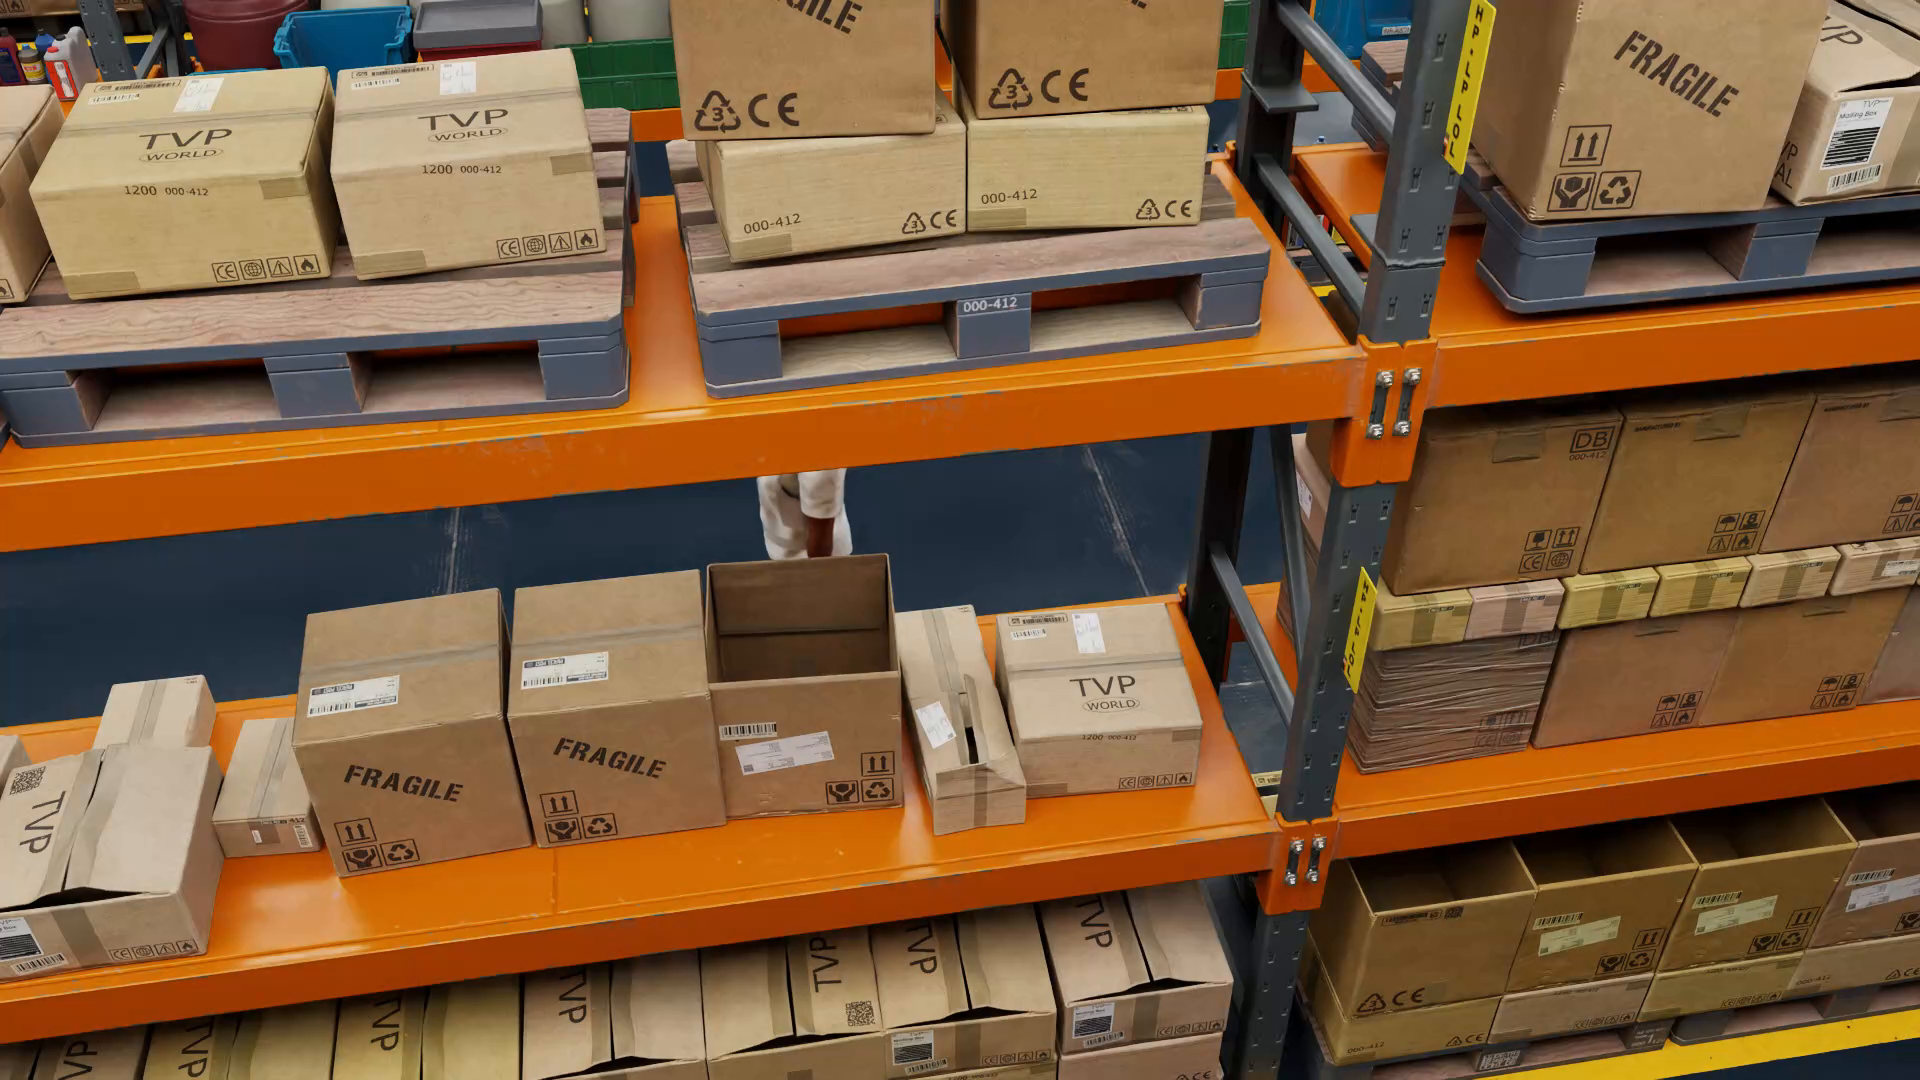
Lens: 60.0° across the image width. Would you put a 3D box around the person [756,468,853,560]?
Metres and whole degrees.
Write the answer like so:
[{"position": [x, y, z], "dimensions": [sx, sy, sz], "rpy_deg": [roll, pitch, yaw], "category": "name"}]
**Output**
[{"position": [-0.572, 0.009, 6.123], "dimensions": [0.368, 1.767, 0.569], "rpy_deg": [-6, 39, -8], "category": "person"}]
